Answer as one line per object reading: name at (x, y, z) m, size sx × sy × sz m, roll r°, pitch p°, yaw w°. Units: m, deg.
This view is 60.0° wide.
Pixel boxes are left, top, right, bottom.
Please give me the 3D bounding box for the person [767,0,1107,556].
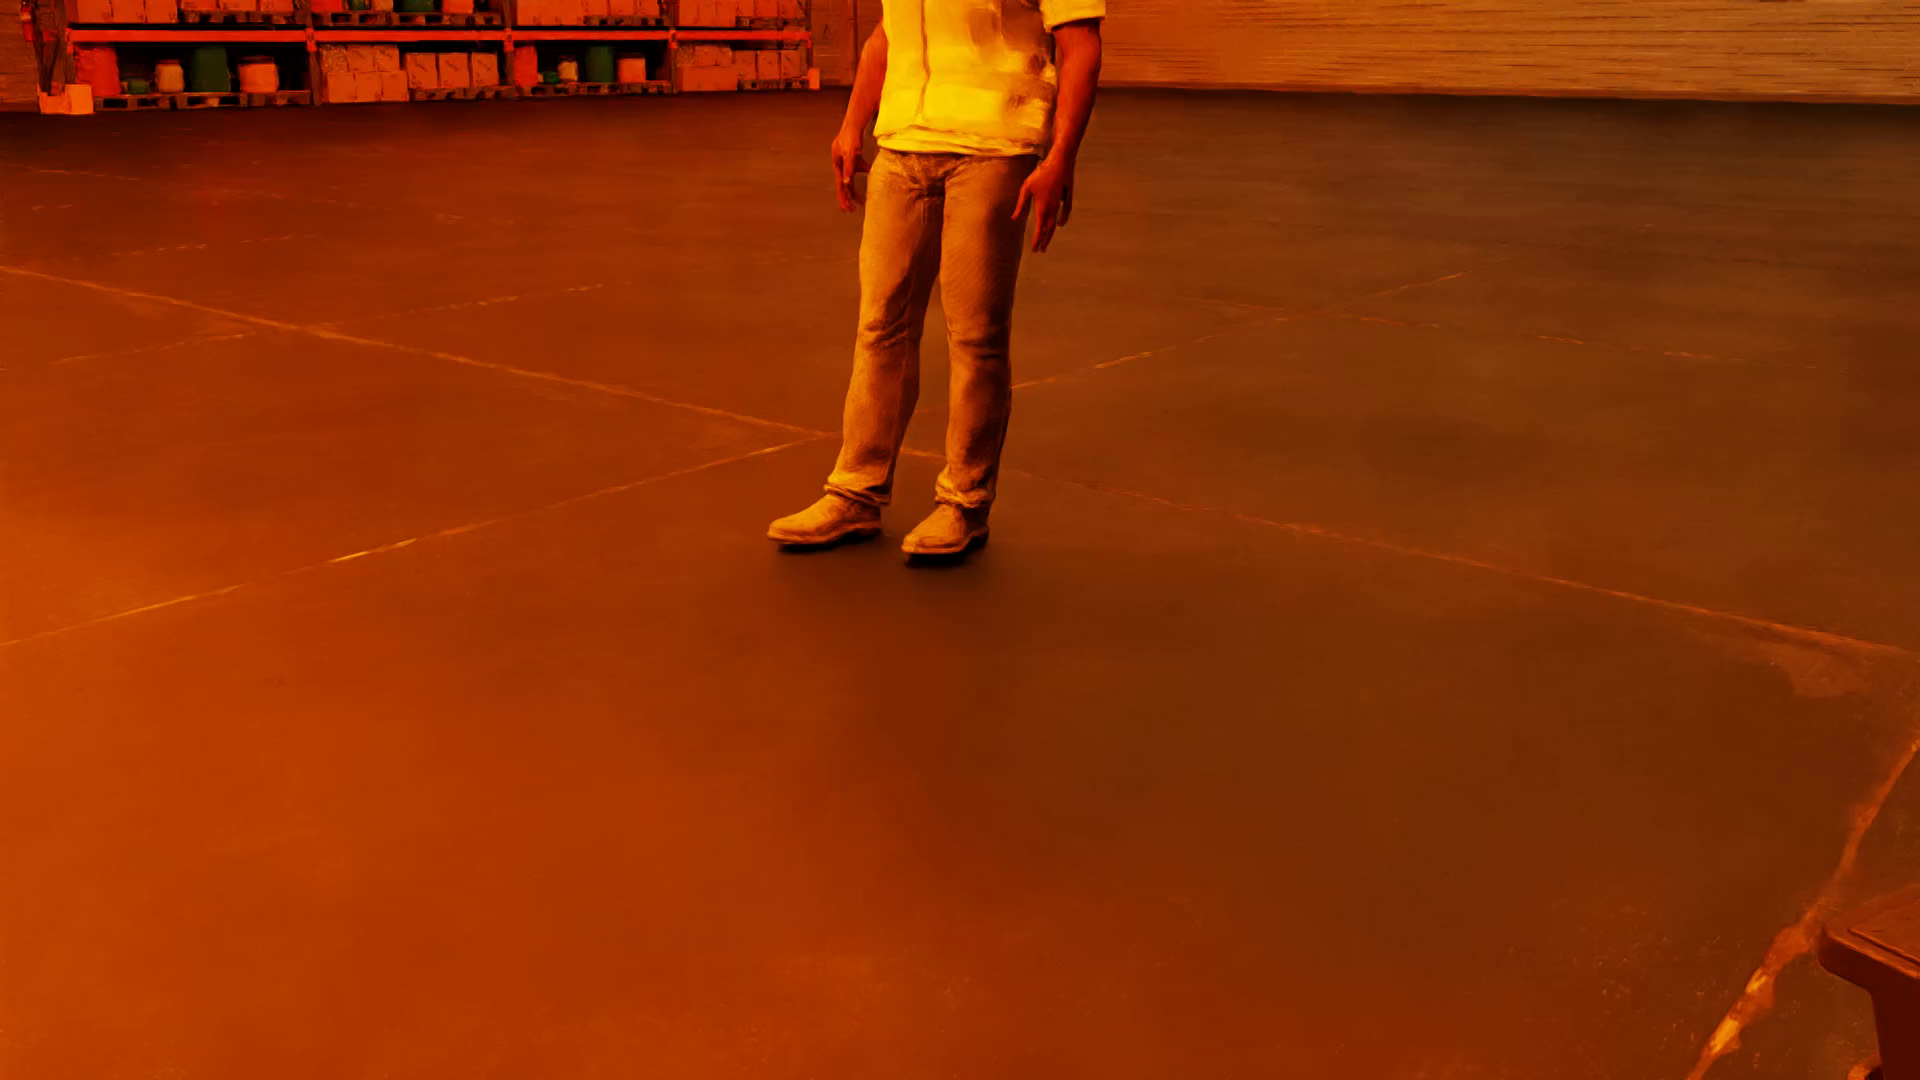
person at (-0.048, -0.837, 3.635) m, size 0.665 × 1.766 × 0.576 m, roll 13°, pitch 21°, yaw 37°
